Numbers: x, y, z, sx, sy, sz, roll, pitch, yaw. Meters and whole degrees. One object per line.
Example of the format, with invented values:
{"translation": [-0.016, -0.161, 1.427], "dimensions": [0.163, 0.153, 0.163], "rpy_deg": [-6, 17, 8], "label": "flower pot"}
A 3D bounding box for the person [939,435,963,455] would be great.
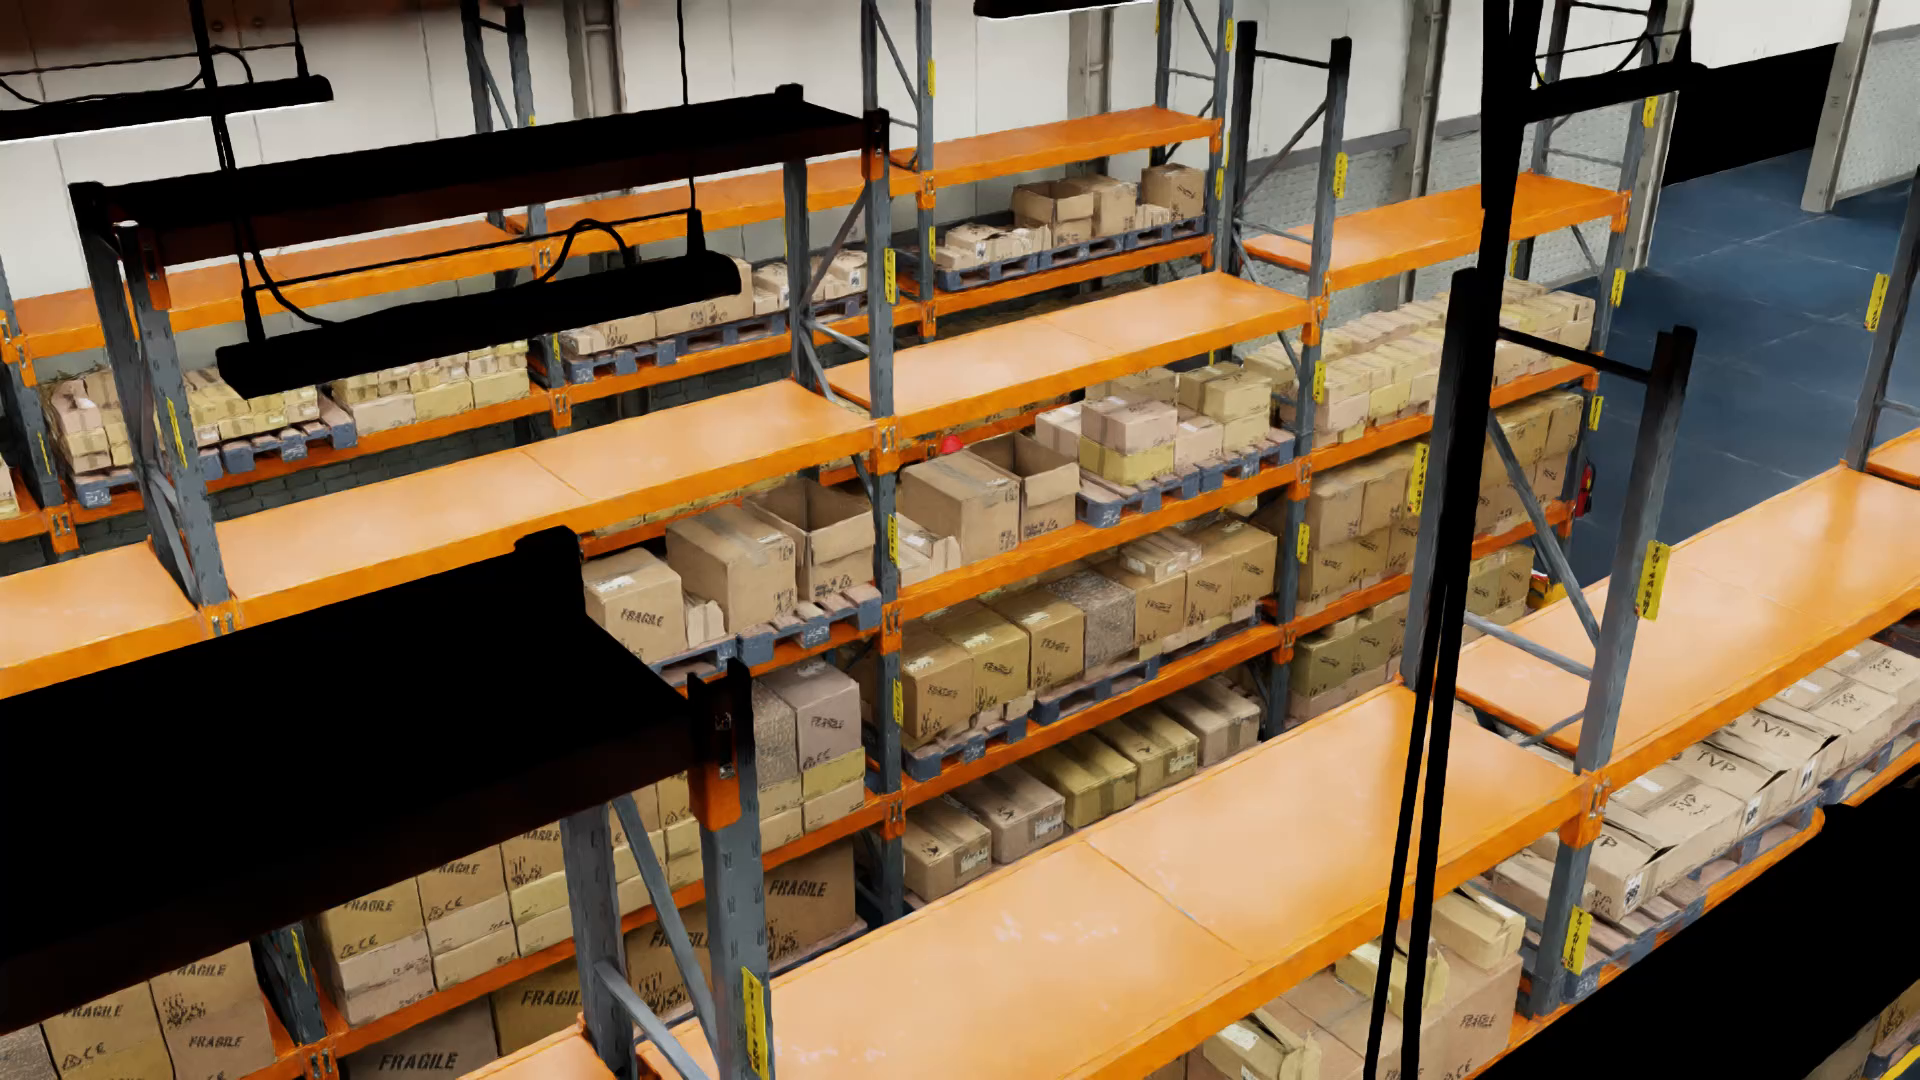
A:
{"translation": [-0.084, -0.192, 16.442], "dimensions": [0.666, 1.784, 0.588], "rpy_deg": [-5, 27, -11], "label": "person"}
